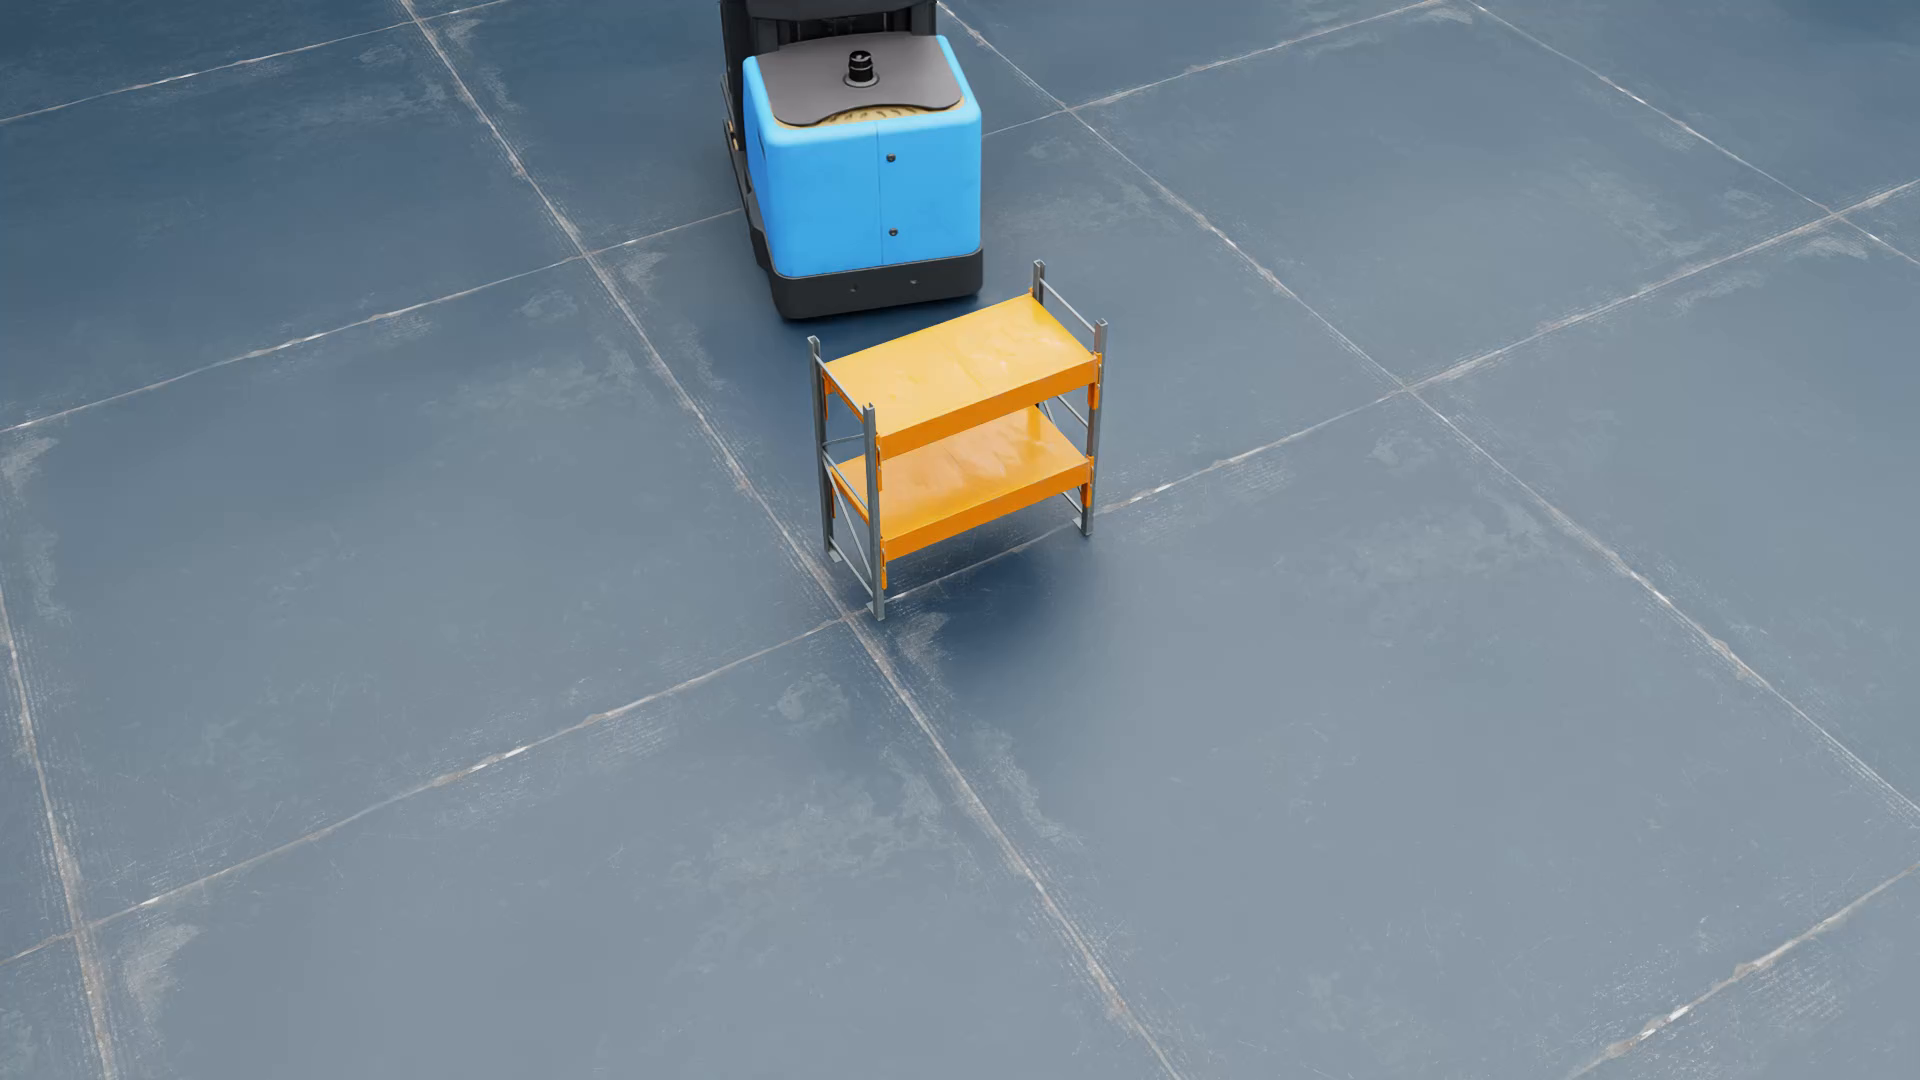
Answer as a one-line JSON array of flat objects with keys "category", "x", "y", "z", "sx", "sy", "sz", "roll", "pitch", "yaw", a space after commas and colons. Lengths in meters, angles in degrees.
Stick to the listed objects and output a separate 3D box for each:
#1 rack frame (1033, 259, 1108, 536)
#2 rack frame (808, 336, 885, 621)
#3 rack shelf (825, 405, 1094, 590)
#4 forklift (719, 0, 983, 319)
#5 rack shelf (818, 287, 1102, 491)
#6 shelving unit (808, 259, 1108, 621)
[{"category": "rack frame", "x": 0.435, "y": -0.578, "z": 6.967, "sx": 0.032, "sy": 1.125, "sz": 0.500, "roll": -22, "pitch": 48, "yaw": -21}, {"category": "rack frame", "x": -0.447, "y": -0.225, "z": 6.603, "sx": 0.032, "sy": 1.125, "sz": 0.500, "roll": -22, "pitch": 48, "yaw": -21}, {"category": "rack shelf", "x": -0.006, "y": -0.226, "z": 6.956, "sx": 1.000, "sy": 0.278, "sz": 0.538, "roll": -22, "pitch": 48, "yaw": -21}, {"category": "forklift", "x": -0.720, "y": -3.185, "z": 8.357, "sx": 1.130, "sy": 2.935, "sz": 3.031, "roll": -9, "pitch": 45, "yaw": -9}, {"category": "rack shelf", "x": -0.006, "y": -0.611, "z": 6.581, "sx": 1.000, "sy": 0.278, "sz": 0.538, "roll": -22, "pitch": 48, "yaw": -21}, {"category": "shelving unit", "x": -0.006, "y": -0.401, "z": 6.785, "sx": 1.048, "sy": 1.125, "sz": 0.538, "roll": -22, "pitch": 48, "yaw": -21}]
